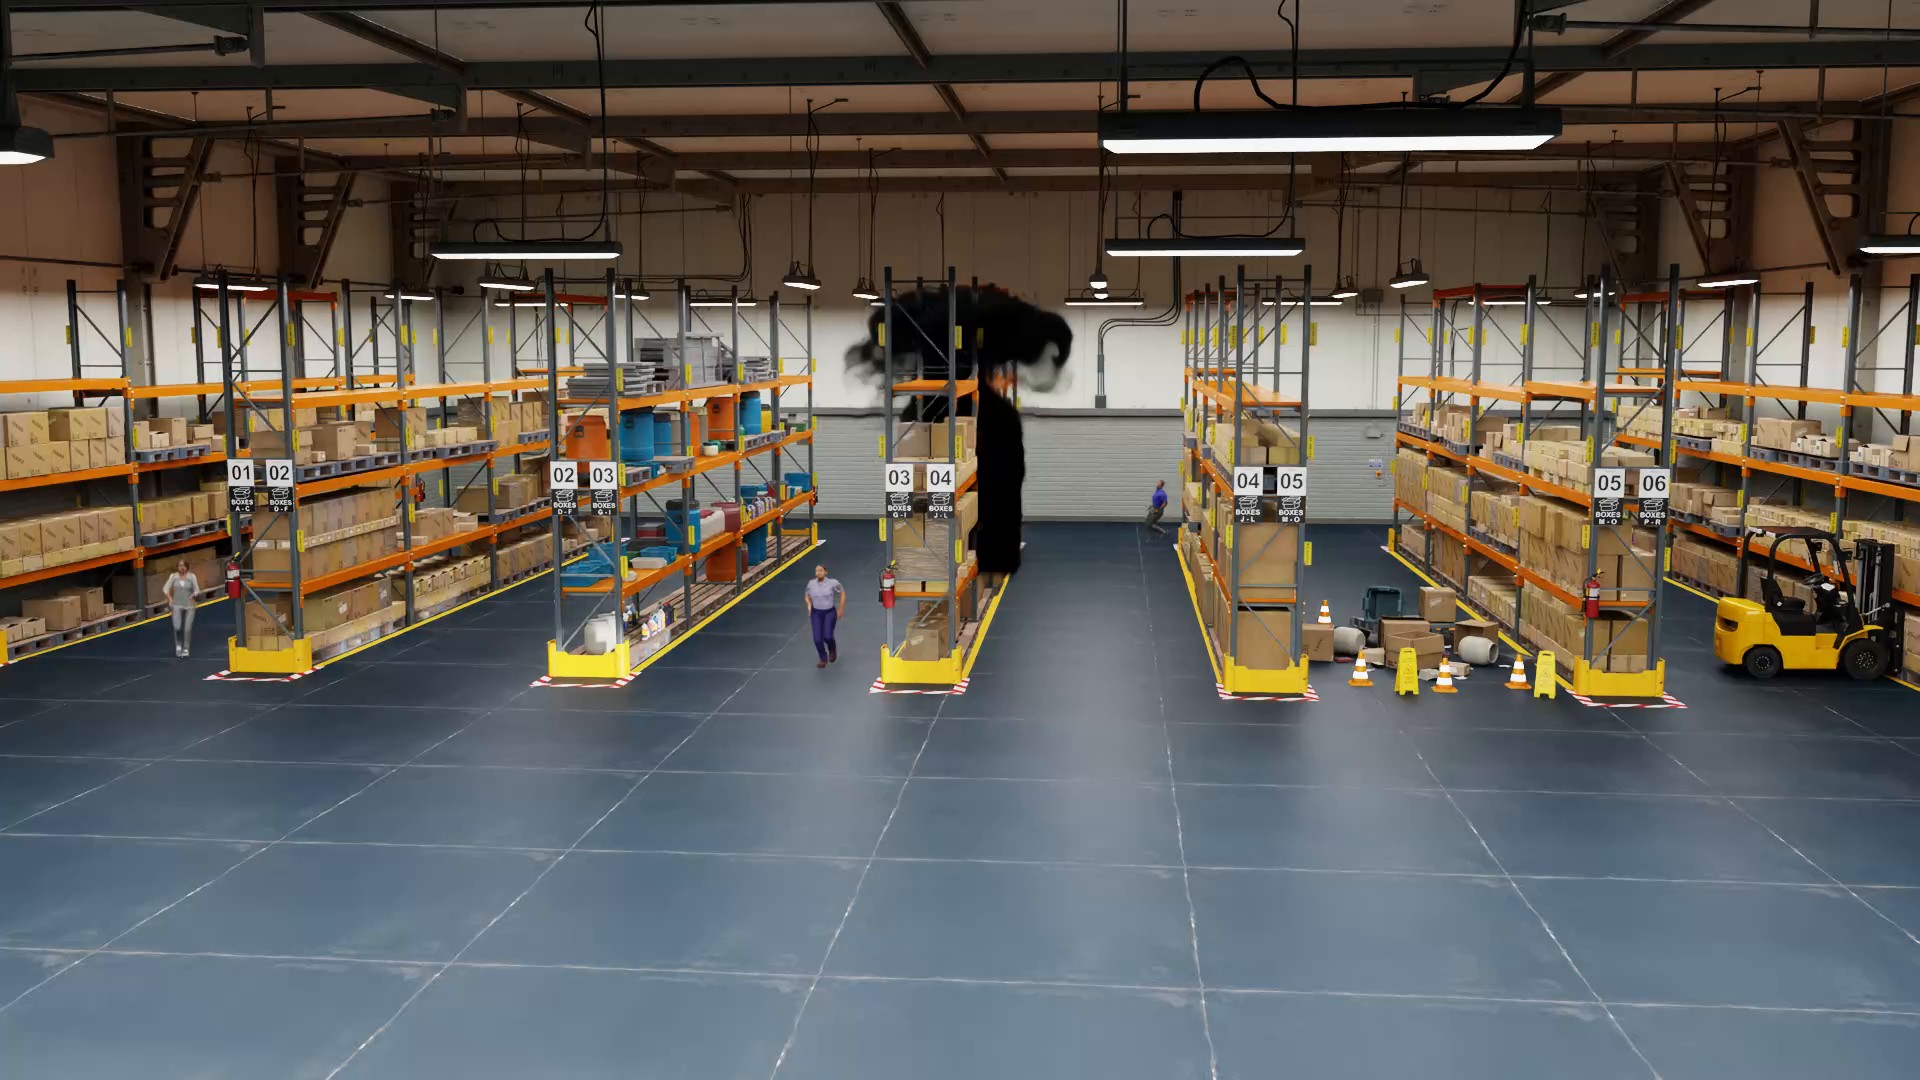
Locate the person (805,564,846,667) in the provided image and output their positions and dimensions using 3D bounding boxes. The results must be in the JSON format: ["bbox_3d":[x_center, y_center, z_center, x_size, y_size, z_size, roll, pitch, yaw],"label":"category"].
[{"bbox_3d":[-2.071,1.153,25.223,0.606,1.603,0.611,1,7,12],"label":"person"}]

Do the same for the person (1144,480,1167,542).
[{"bbox_3d":[4.792,-0.691,40.674,0.486,1.567,0.698,-1,7,-11],"label":"person"}]

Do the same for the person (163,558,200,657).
[{"bbox_3d":[-12.134,1.068,25.959,0.513,1.559,0.601,-3,8,-26],"label":"person"}]
